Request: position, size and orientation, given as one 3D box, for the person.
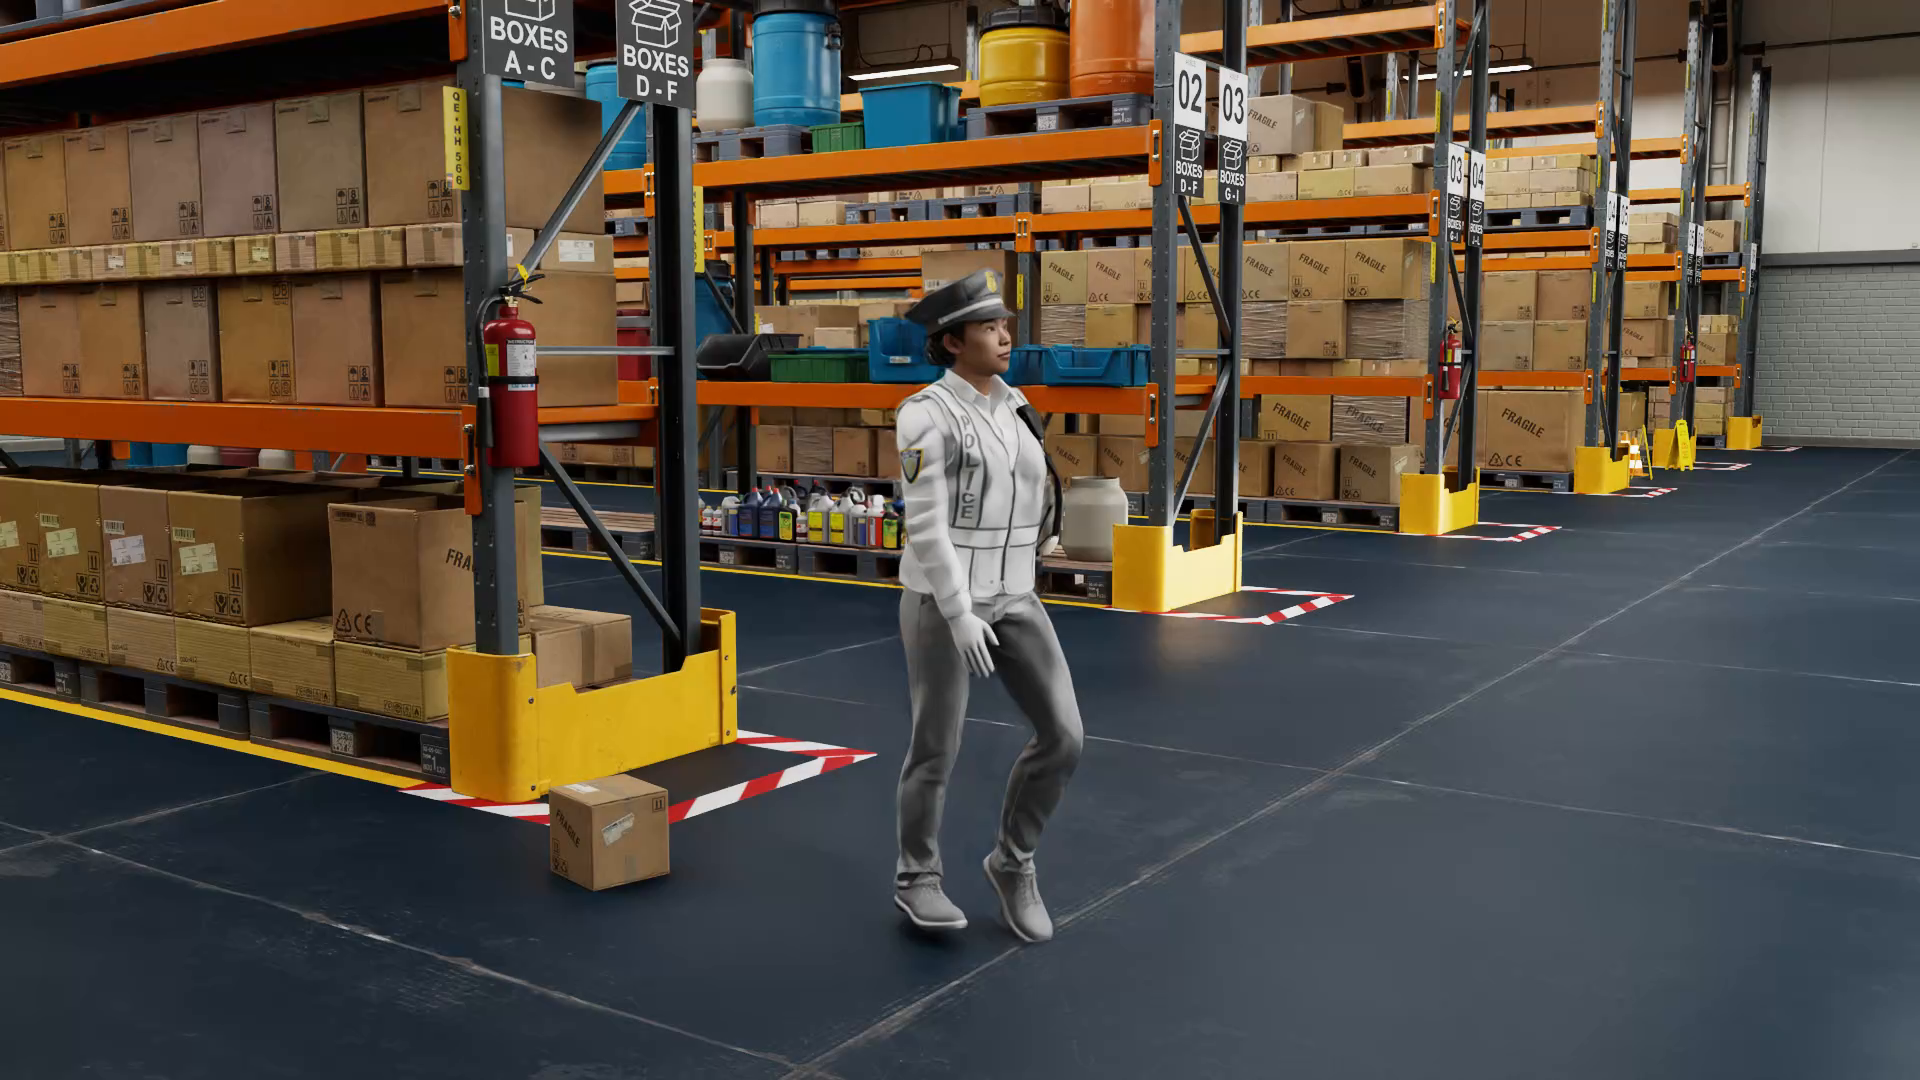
[{"bbox_3d":[0.044,0.185,4.217,0.487,1.731,0.478,-5,8,-39],"label":"person"}]
